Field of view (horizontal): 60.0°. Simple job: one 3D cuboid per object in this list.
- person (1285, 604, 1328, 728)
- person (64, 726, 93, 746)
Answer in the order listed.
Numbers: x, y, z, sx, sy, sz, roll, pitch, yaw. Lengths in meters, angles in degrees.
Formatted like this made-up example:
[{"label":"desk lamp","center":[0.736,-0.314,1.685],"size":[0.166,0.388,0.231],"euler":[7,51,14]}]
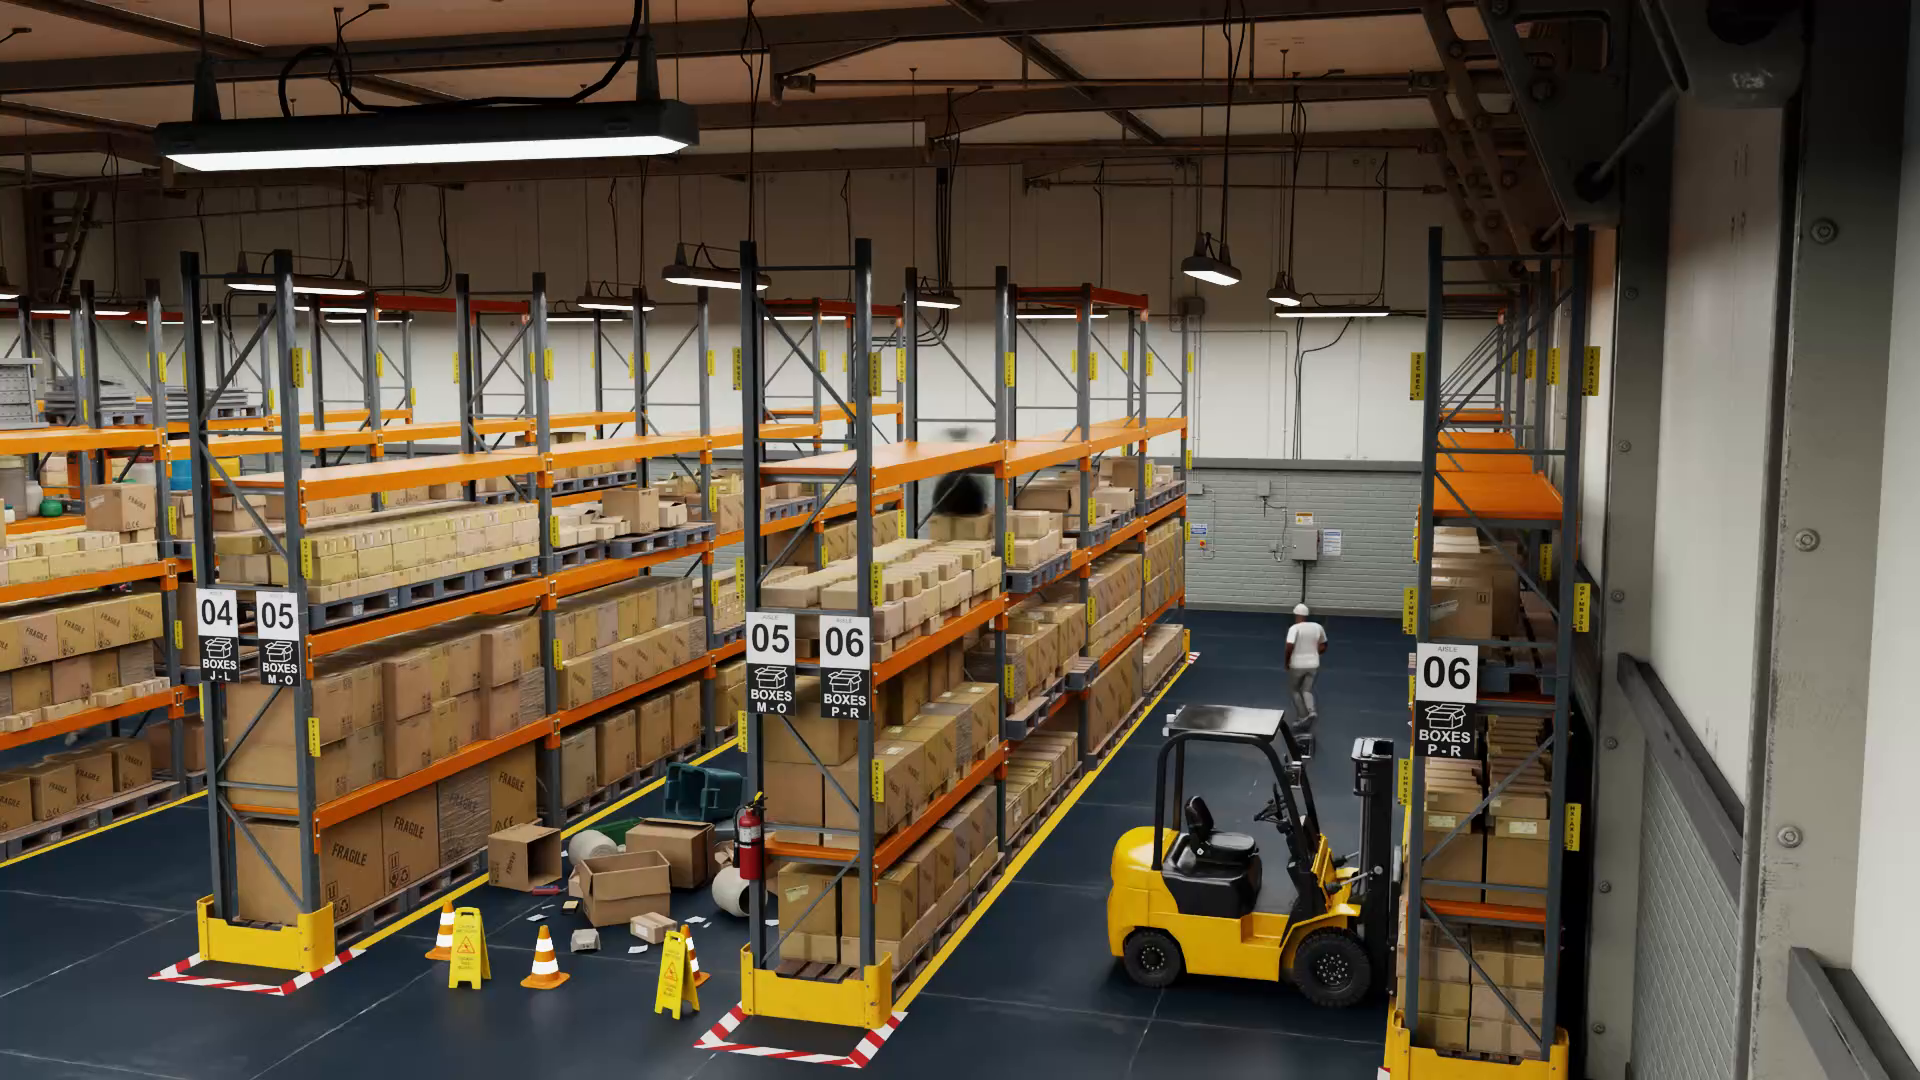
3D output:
[{"label":"person","center":[4.776,1.764,22.830],"size":[0.690,1.738,0.737],"euler":[-1,7,-10]},{"label":"person","center":[-11.867,1.815,22.159],"size":[0.598,1.825,0.833],"euler":[1,7,11]}]
